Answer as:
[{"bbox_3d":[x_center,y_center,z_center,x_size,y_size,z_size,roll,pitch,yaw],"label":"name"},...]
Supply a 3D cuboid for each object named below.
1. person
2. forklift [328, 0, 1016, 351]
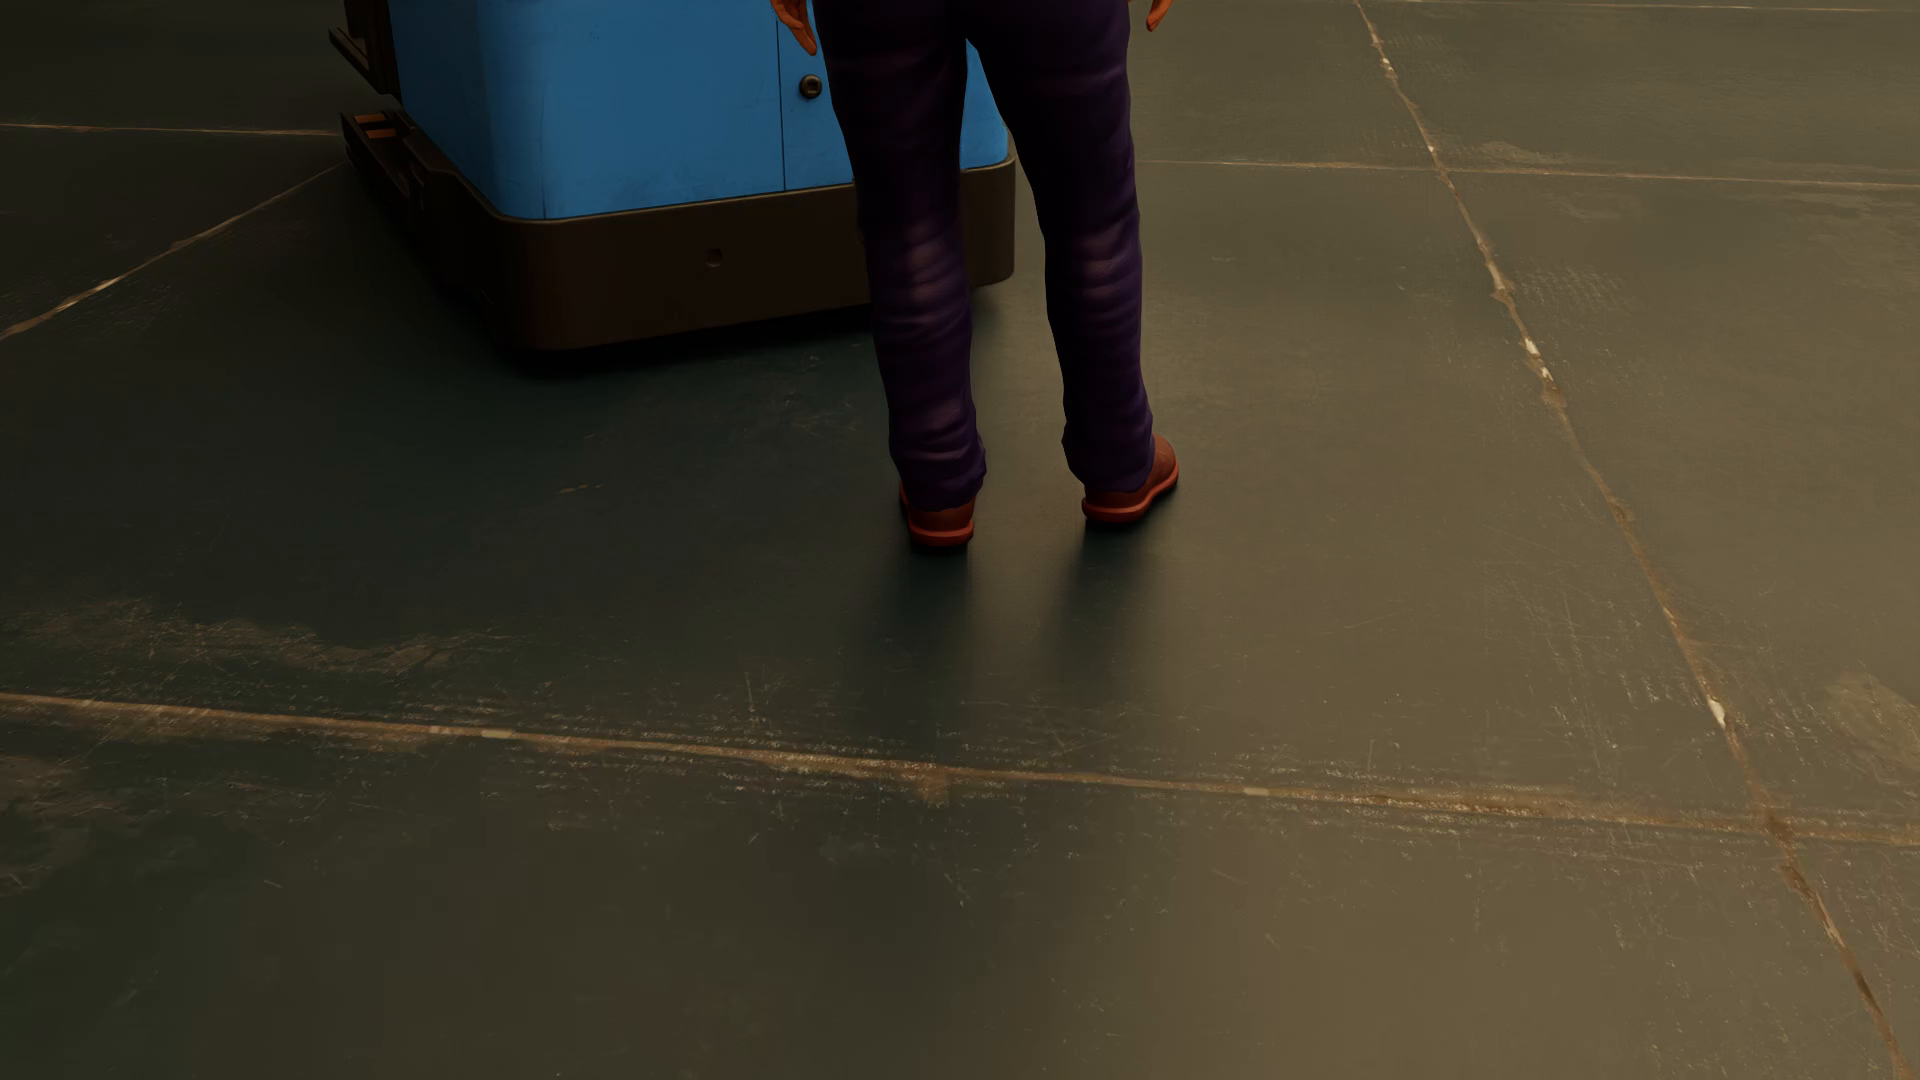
[{"bbox_3d":[0.041,-0.782,2.205,0.584,1.651,0.502,3,27,7],"label":"person"},{"bbox_3d":[-0.997,-2.284,3.795,1.130,2.935,3.031,-13,29,-24],"label":"forklift"}]
